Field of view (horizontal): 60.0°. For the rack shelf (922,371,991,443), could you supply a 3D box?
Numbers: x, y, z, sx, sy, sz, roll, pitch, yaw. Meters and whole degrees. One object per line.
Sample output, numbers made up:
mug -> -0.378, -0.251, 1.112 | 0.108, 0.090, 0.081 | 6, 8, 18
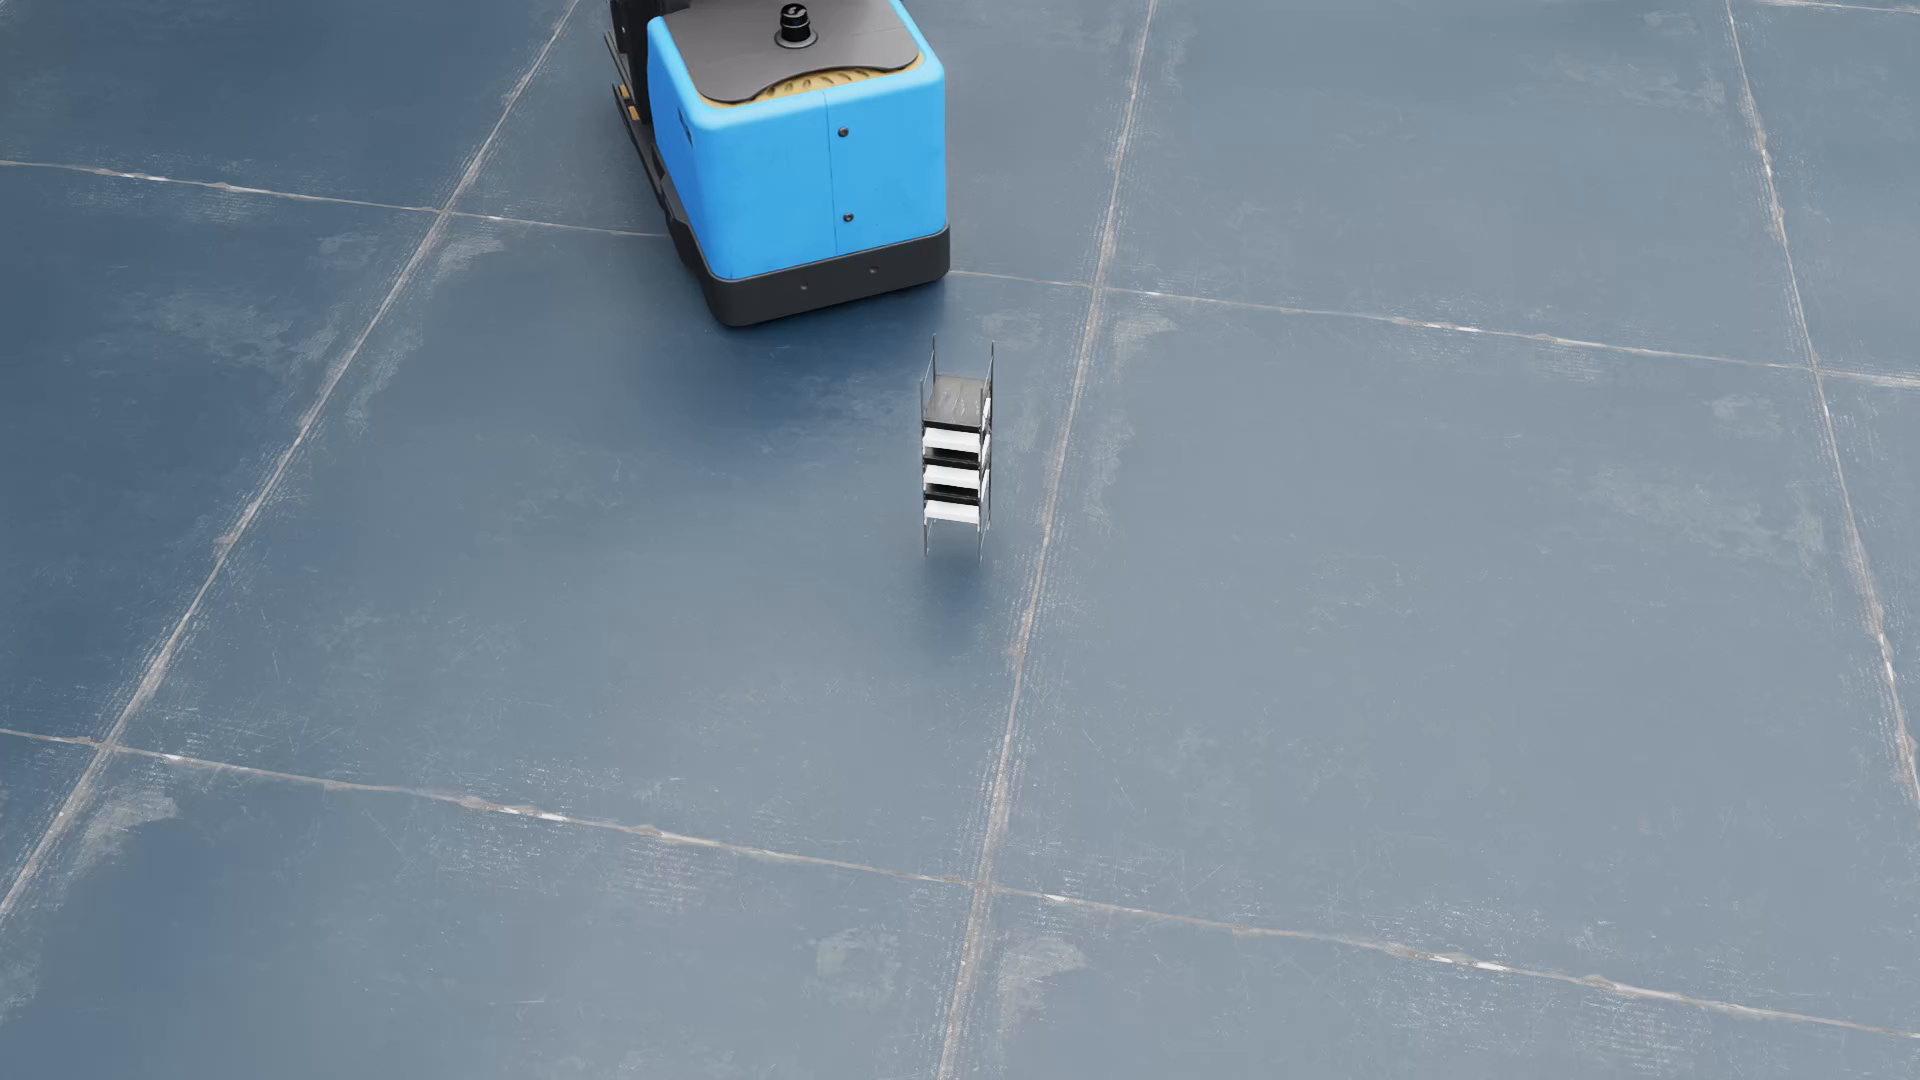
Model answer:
rack shelf -> -0.008, -0.460, 5.740 | 0.200, 0.077, 0.258 | 8, 49, 7

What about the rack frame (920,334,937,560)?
rack frame -> -0.108, -0.315, 5.928 | 0.006, 0.900, 0.240 | 8, 49, 7

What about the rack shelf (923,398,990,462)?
rack shelf -> -0.008, -0.400, 5.807 | 0.200, 0.077, 0.258 | 8, 49, 7

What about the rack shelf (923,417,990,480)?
rack shelf -> -0.008, -0.340, 5.874 | 0.200, 0.077, 0.258 | 8, 49, 7

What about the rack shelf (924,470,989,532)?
rack shelf -> -0.008, -0.159, 6.075 | 0.200, 0.077, 0.258 | 8, 49, 7

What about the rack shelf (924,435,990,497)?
rack shelf -> -0.008, -0.280, 5.941 | 0.200, 0.077, 0.258 | 8, 49, 7

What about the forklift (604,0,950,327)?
forklift -> -1.036, -2.992, 6.968 | 1.130, 2.935, 3.031 | -16, 50, -14

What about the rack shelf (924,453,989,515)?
rack shelf -> -0.008, -0.219, 6.008 | 0.200, 0.077, 0.258 | 8, 49, 7

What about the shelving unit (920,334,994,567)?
shelving unit -> -0.008, -0.302, 5.916 | 0.210, 0.900, 0.258 | 8, 49, 7

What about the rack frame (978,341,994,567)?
rack frame -> 0.092, -0.288, 5.904 | 0.006, 0.900, 0.240 | 8, 49, 7
